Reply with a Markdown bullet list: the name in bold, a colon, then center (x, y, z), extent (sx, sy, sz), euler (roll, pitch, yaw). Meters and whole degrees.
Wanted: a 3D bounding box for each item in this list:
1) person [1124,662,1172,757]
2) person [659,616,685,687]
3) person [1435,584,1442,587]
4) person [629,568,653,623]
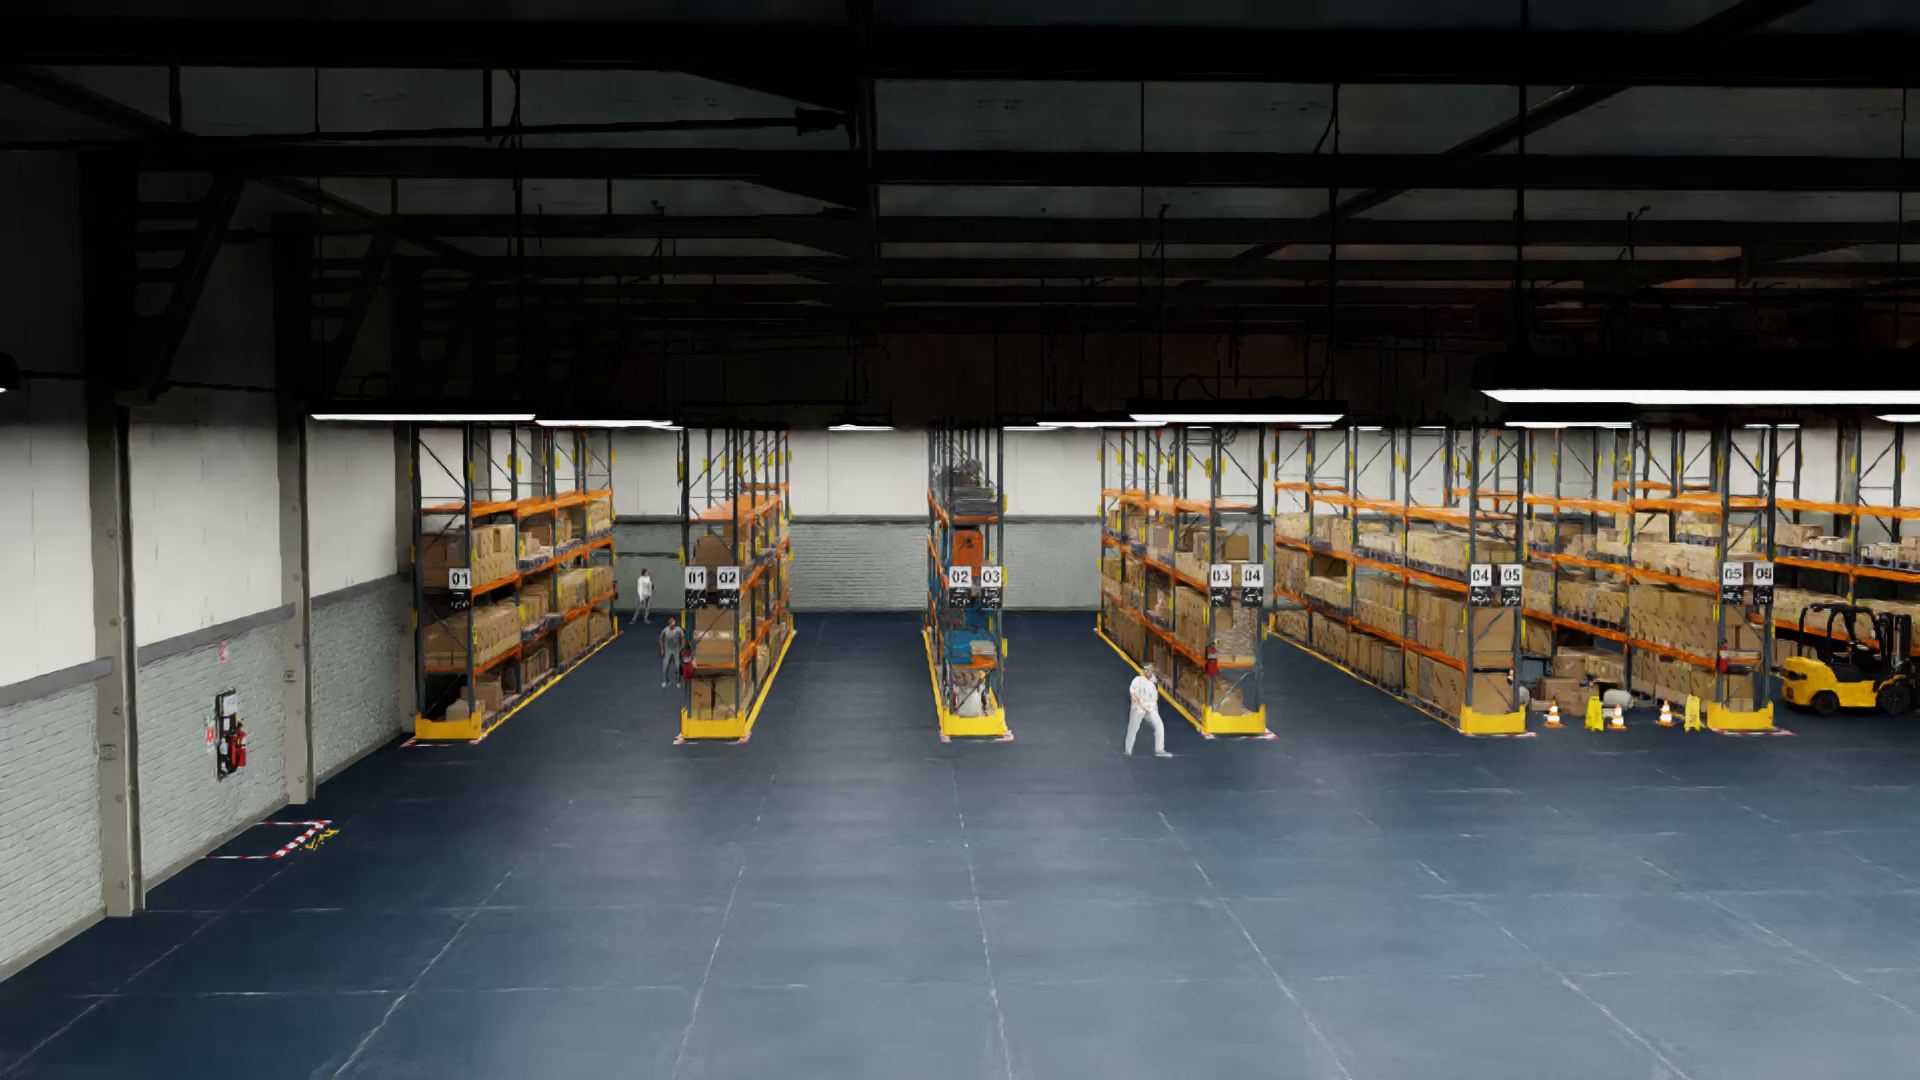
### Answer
- **person**: center (3.257, 2.965, 29.236), extent (0.701, 1.685, 0.815), euler (-2, 4, -23)
- **person**: center (-6.440, 2.493, 37.219), extent (0.580, 1.618, 0.507), euler (0, 4, -4)
- **person**: center (15.313, 1.409, 52.664), extent (0.573, 1.775, 0.573), euler (2, 4, 33)
- **person**: center (-9.518, 1.663, 49.603), extent (0.471, 1.669, 0.666), euler (3, 5, 43)
